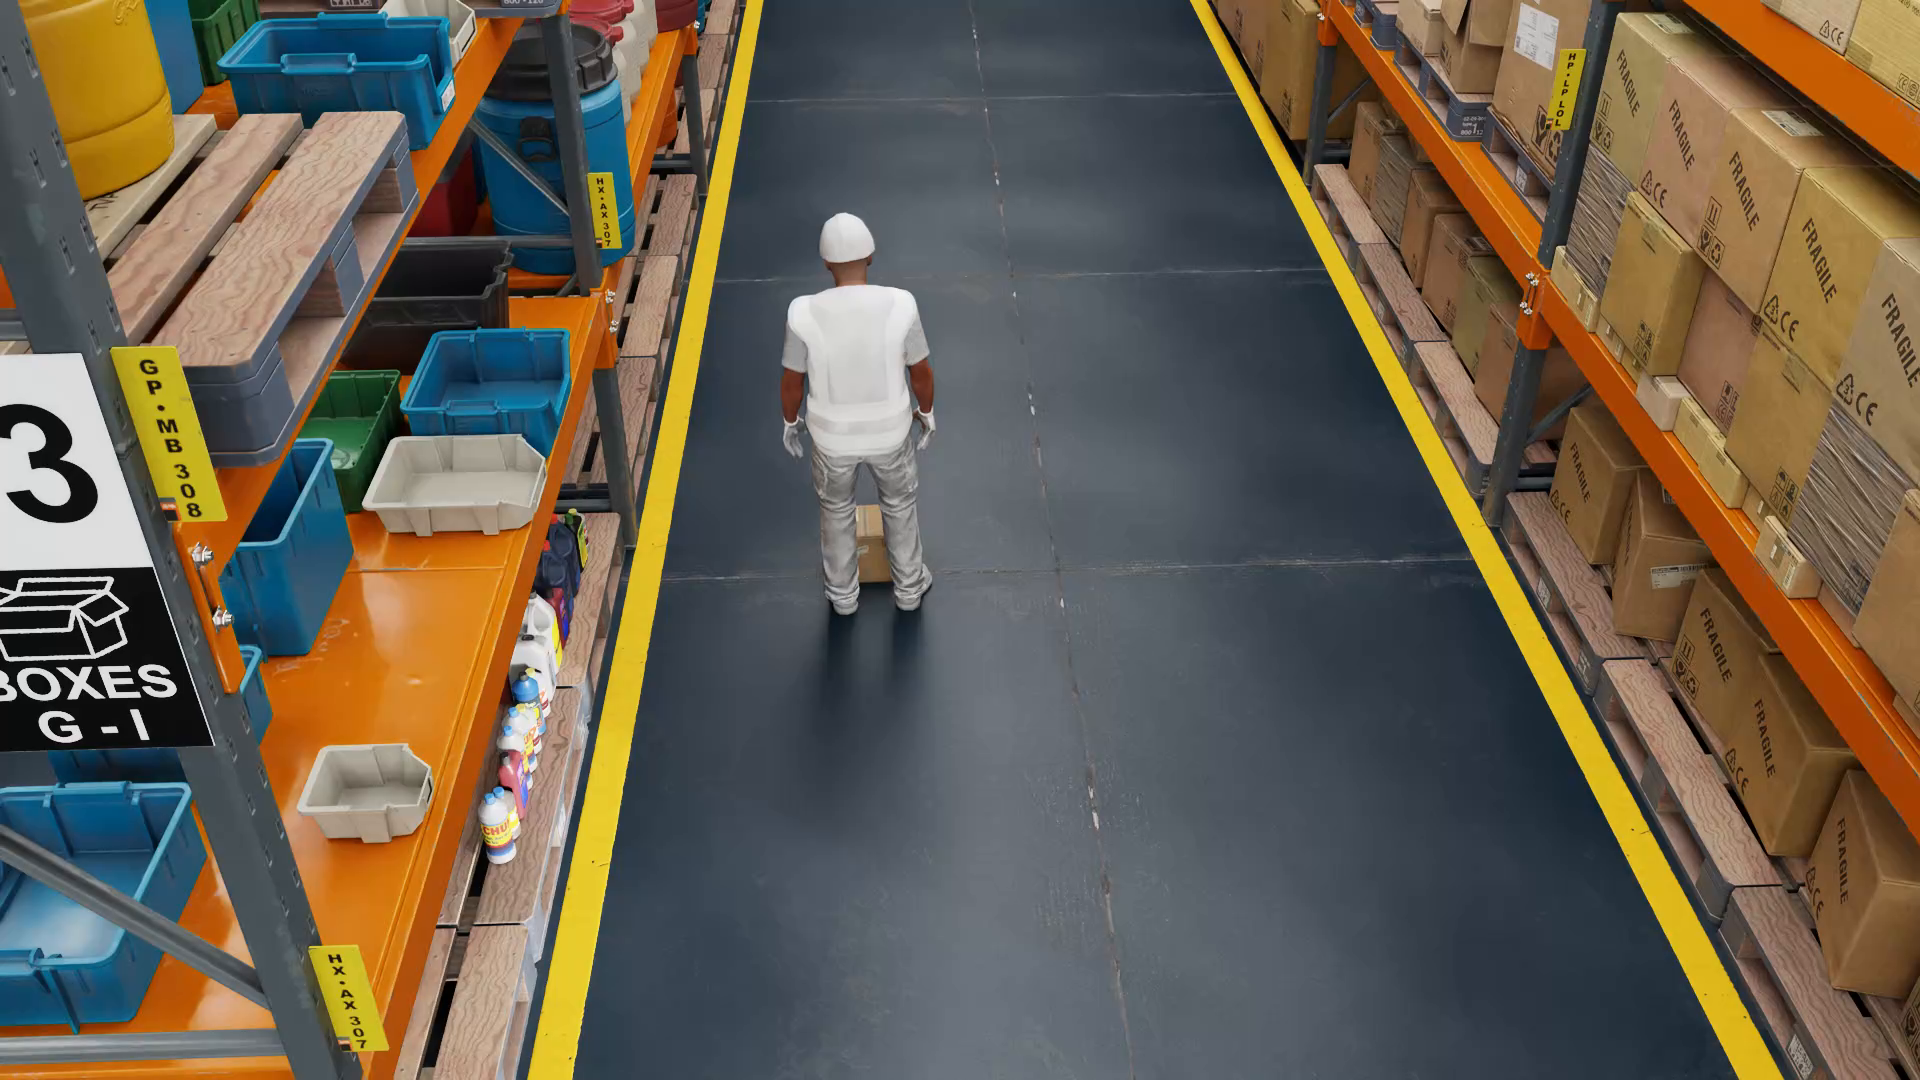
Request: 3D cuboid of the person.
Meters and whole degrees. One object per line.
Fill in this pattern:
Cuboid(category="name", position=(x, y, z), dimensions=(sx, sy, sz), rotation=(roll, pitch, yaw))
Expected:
Cuboid(category="person", position=(-0.412, -0.477, 6.816), dimensions=(0.632, 1.776, 0.444), rotation=(-3, 35, -4))
